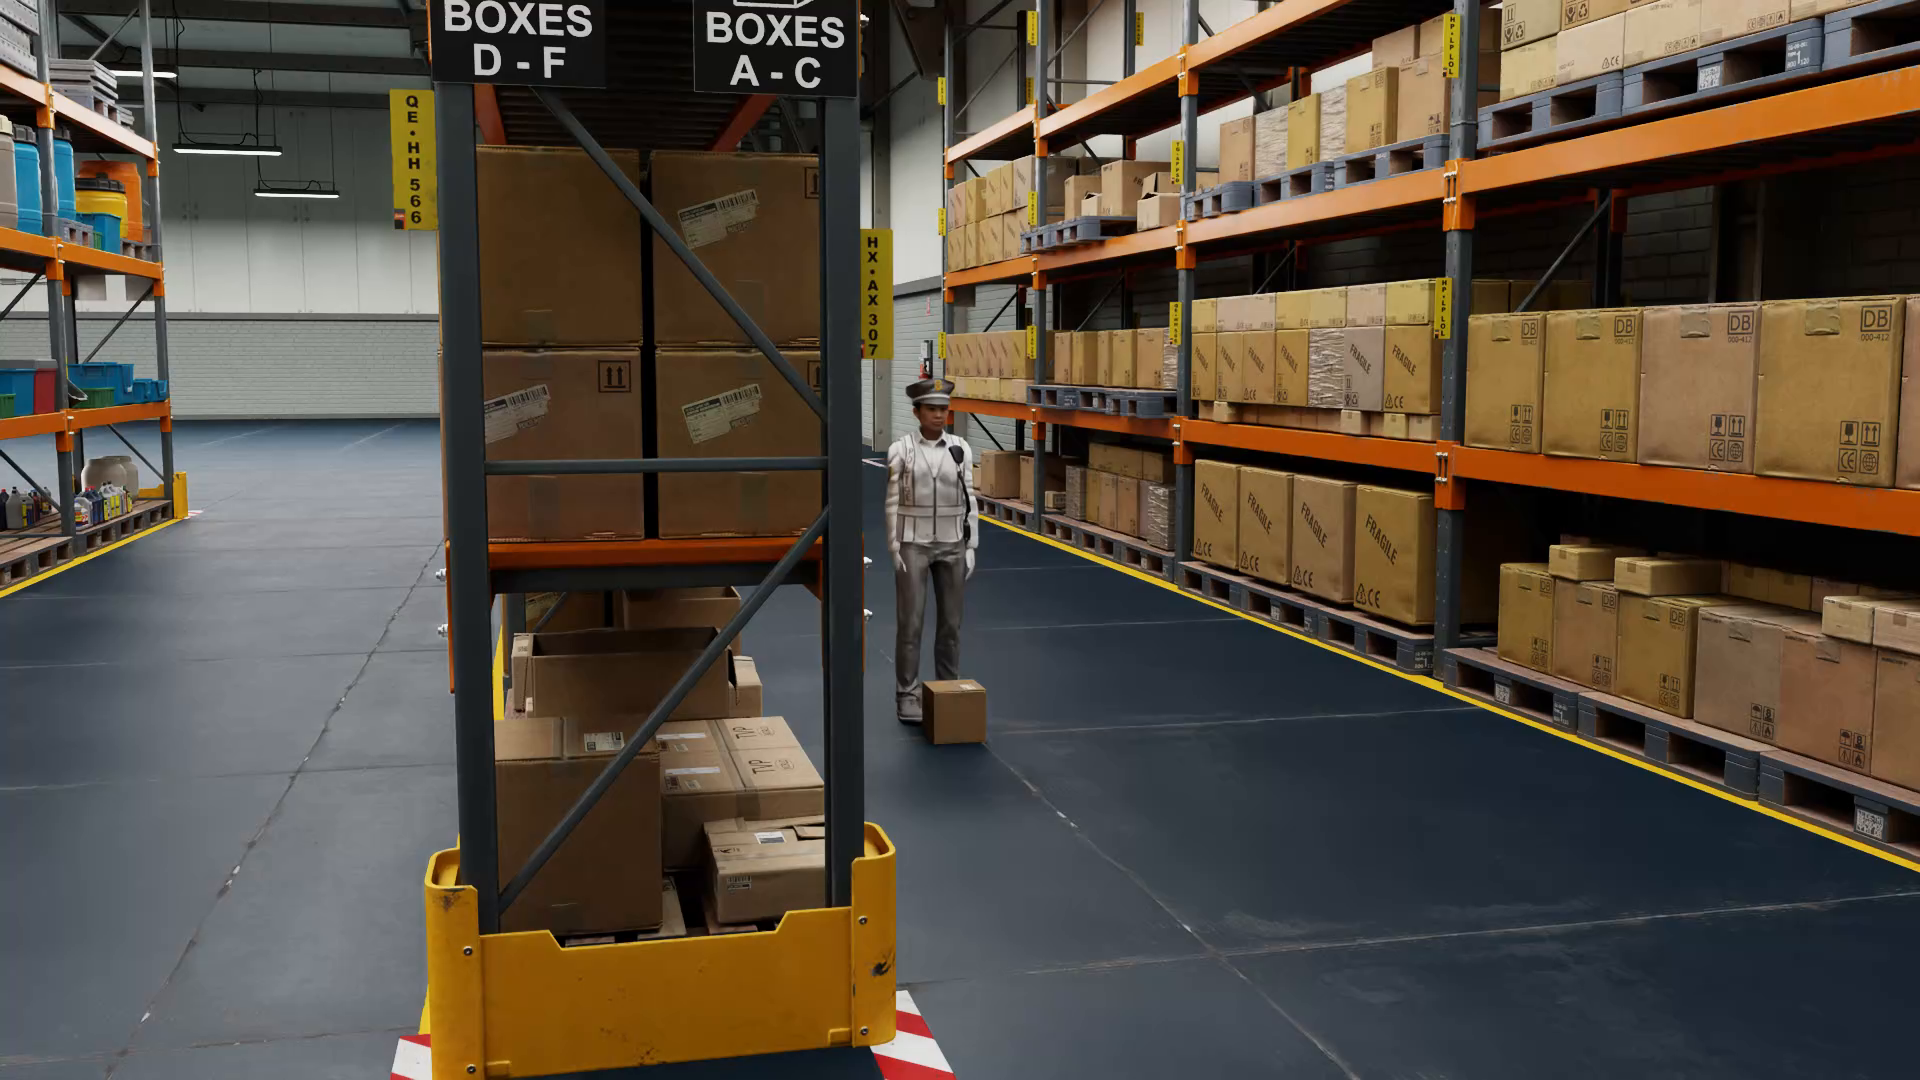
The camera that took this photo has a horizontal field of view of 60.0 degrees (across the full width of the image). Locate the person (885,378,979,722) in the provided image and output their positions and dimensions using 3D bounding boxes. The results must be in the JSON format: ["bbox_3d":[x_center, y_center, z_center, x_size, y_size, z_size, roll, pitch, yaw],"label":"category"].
[{"bbox_3d":[-0.135,0.066,8.189,0.466,1.722,0.357,-1,6,-12],"label":"person"}]
